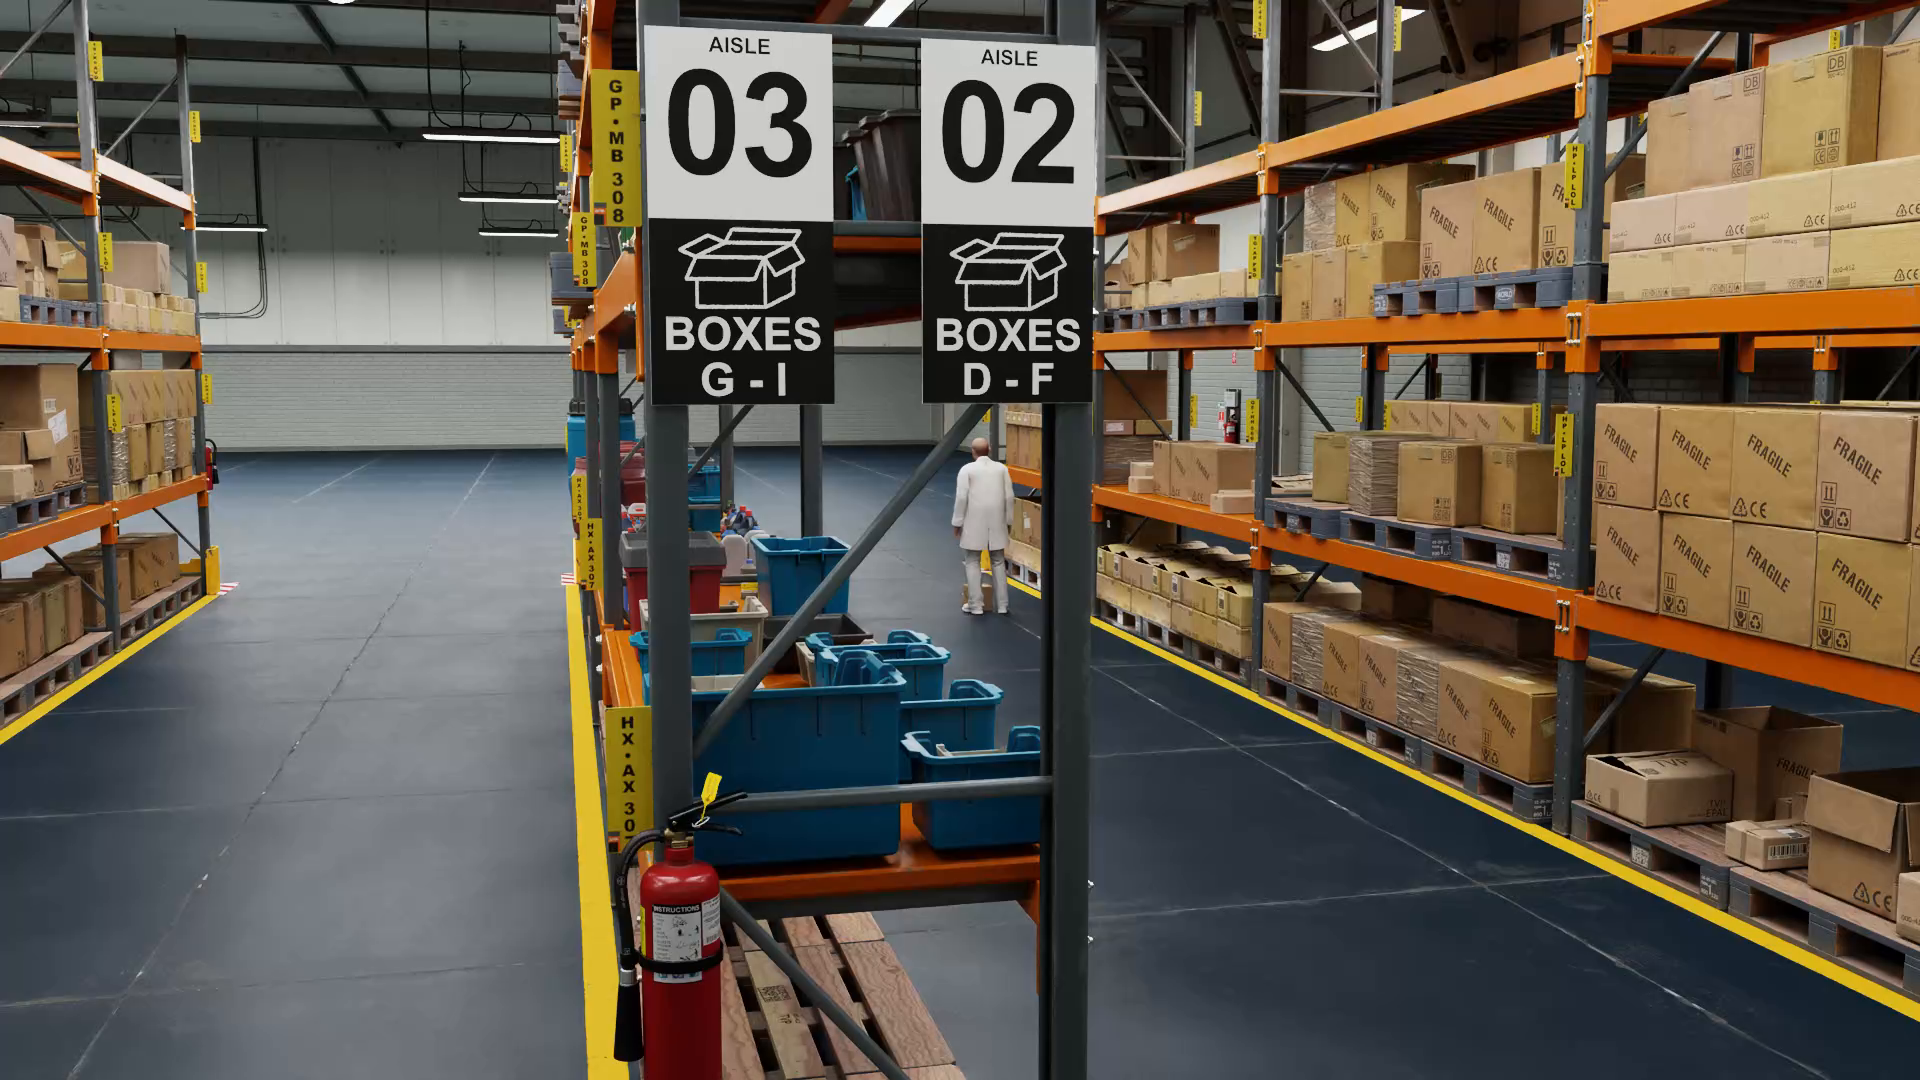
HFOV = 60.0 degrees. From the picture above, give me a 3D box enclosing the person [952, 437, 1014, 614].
[{"bbox_3d":[0.236,-0.146,16.770,0.655,1.775,0.419,-2,6,-16],"label":"person"}]
